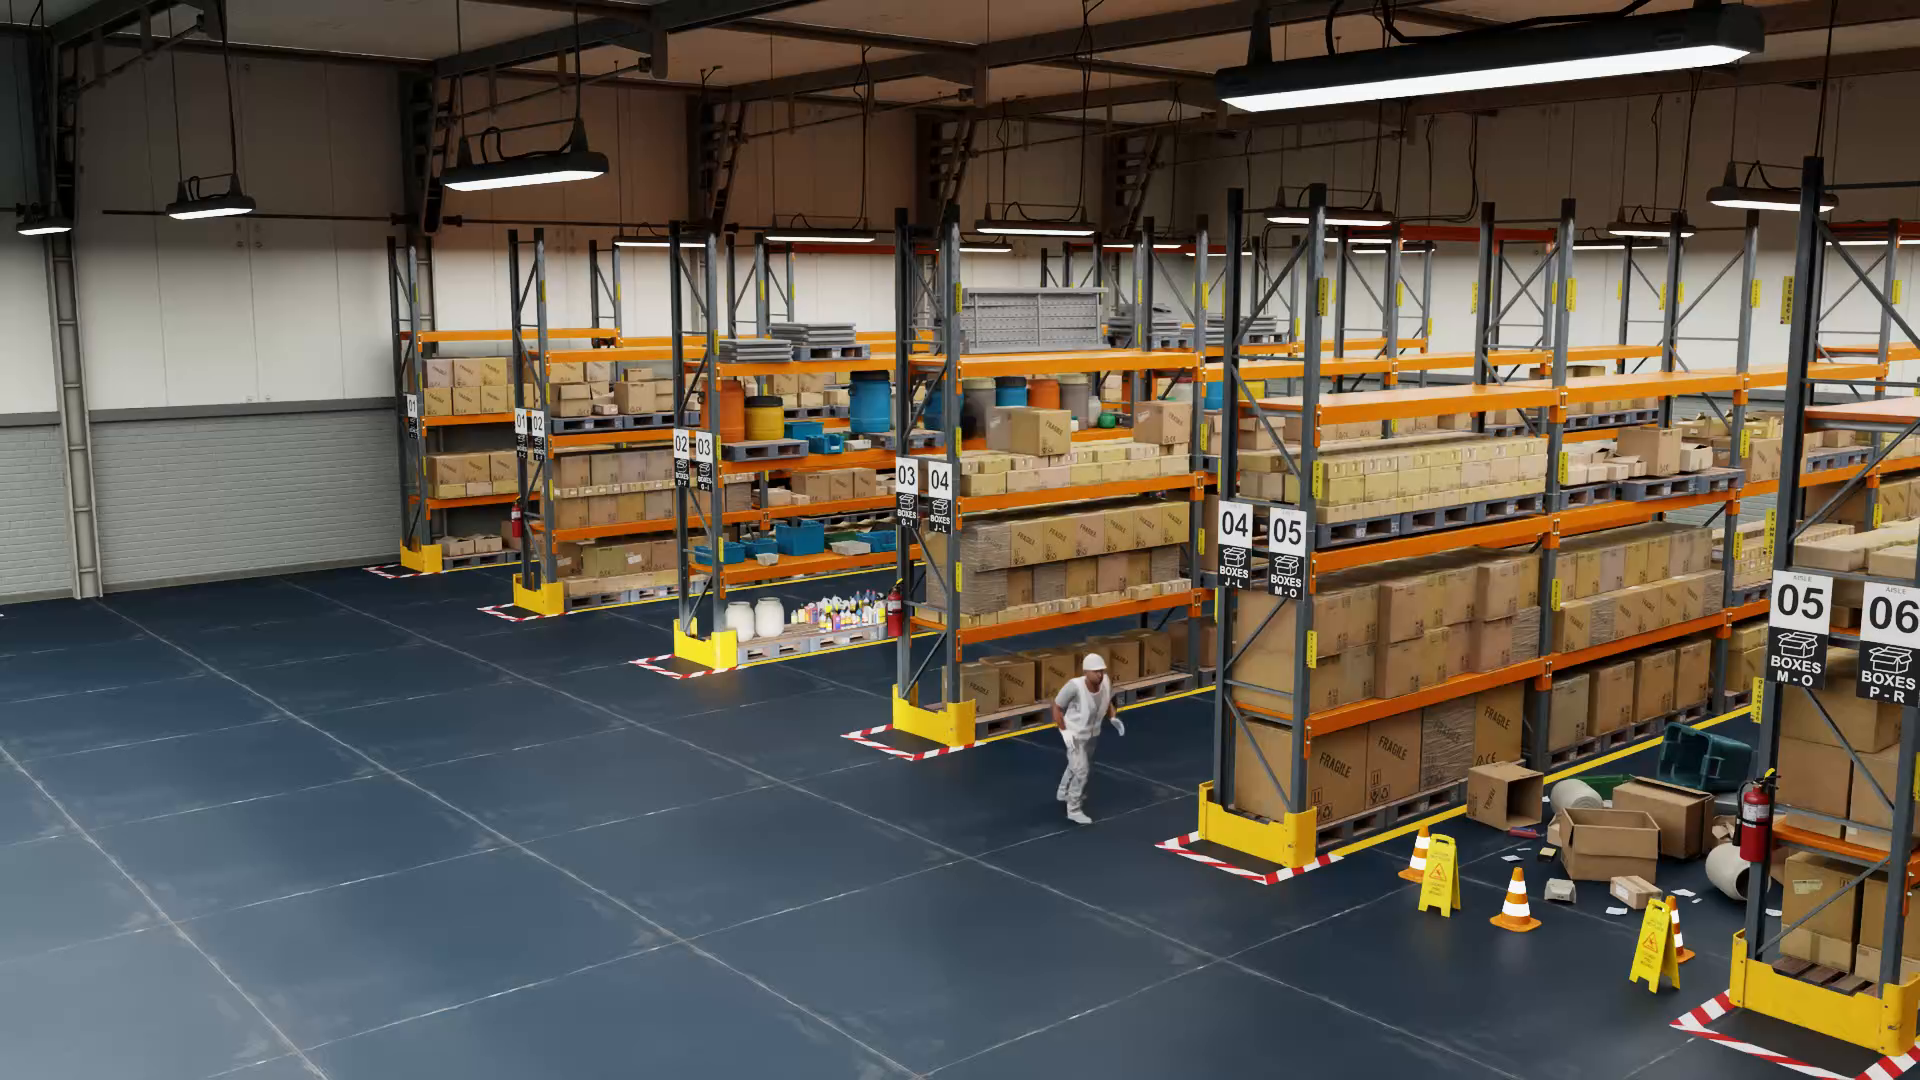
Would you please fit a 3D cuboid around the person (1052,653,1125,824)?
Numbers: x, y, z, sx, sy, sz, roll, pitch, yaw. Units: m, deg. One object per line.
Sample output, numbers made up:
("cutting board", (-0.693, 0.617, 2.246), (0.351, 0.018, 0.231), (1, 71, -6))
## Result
("person", (1.170, 1.878, 16.094), (0.714, 1.699, 0.893), (-8, 12, -42))
